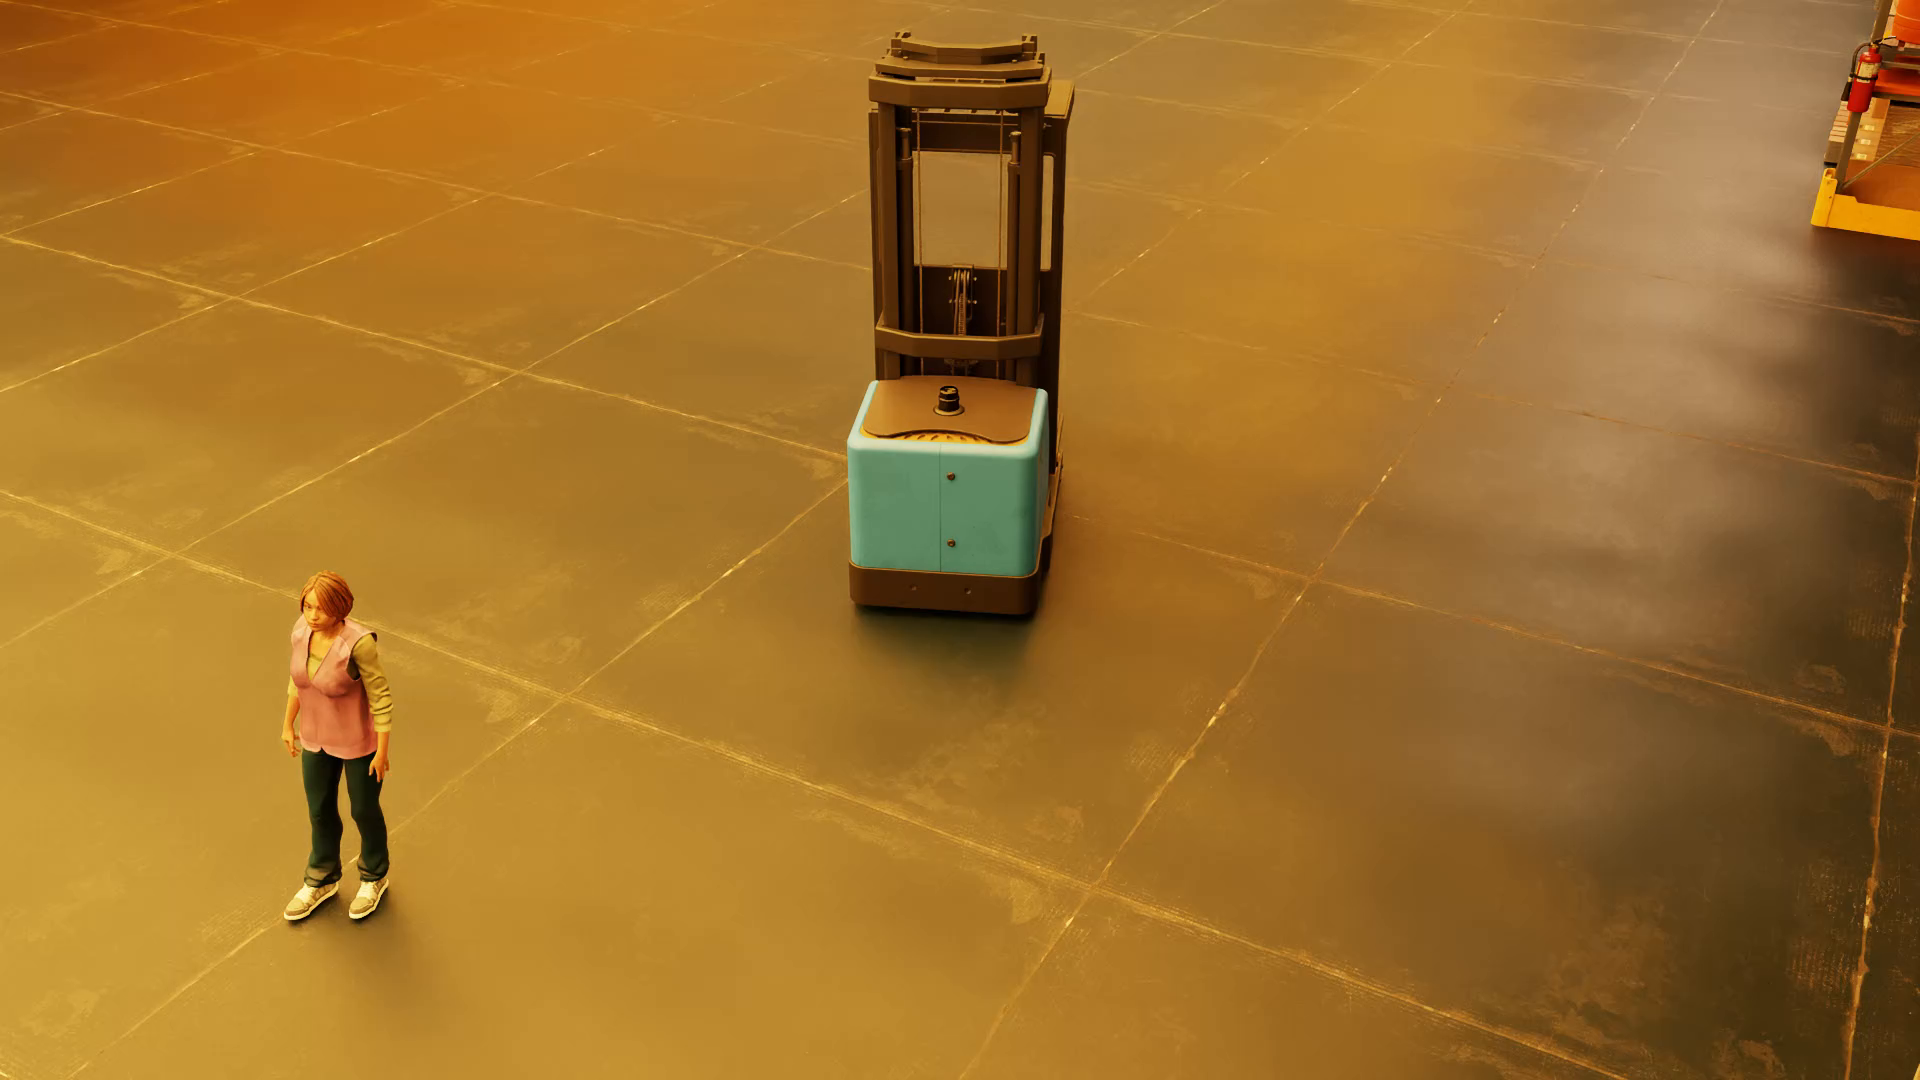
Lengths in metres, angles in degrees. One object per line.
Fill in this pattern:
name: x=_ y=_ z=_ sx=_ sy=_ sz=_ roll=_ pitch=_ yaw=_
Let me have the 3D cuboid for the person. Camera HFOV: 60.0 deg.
person: x=-2.602 y=0.878 z=6.869 sx=0.521 sy=1.598 sz=0.473 roll=10 pitch=31 yaw=16

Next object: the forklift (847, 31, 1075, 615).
forklift: x=0.072 y=-1.572 z=9.794 sx=1.130 sy=2.935 sz=3.031 roll=3 pitch=30 yaw=6
